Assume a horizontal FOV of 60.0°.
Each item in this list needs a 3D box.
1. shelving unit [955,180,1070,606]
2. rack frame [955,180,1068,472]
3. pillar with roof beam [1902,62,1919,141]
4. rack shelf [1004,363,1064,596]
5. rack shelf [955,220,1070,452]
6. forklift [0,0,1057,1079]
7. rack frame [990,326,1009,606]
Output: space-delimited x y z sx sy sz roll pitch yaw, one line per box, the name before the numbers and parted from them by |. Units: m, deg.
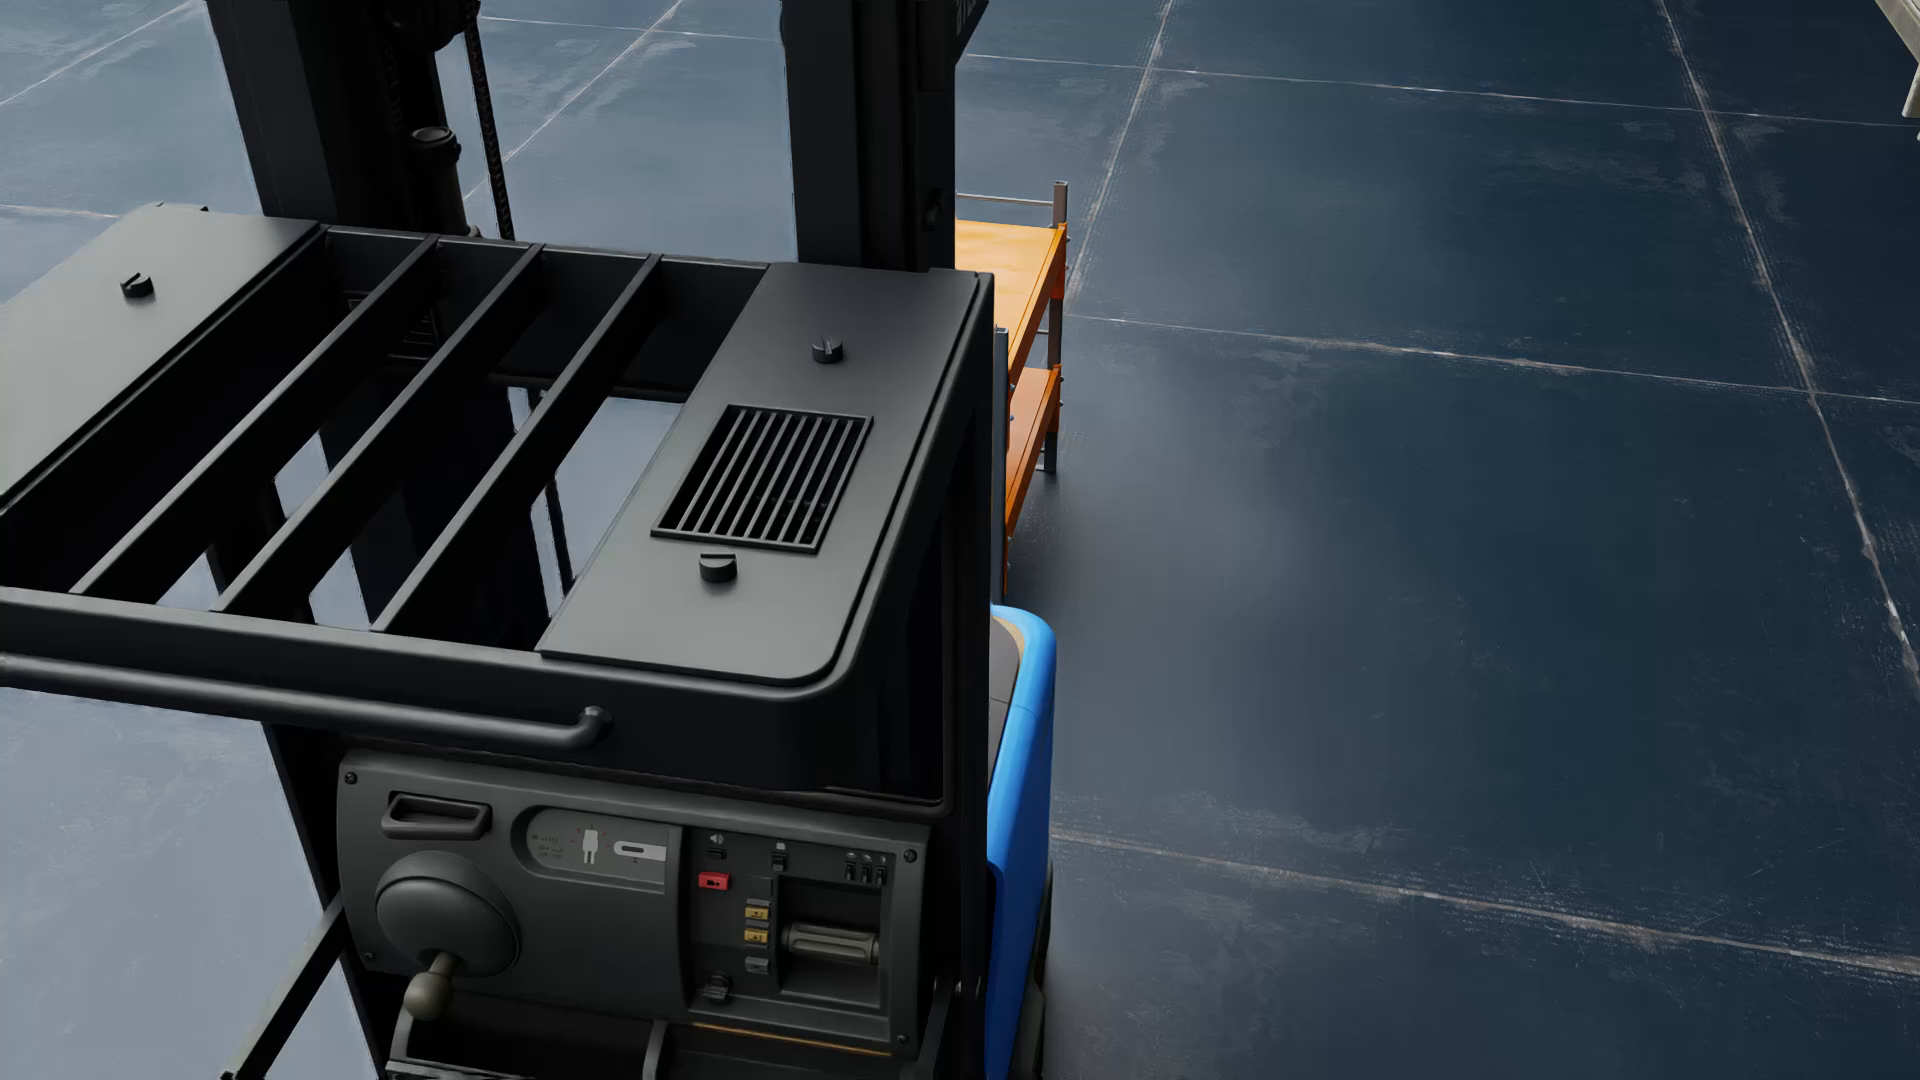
shelving unit | -0.001 -0.452 5.415 0.538 1.125 1.048 7 37 10
rack frame | 0.107 -0.743 5.817 0.500 1.125 0.032 7 37 10
pillar with roof beam | 0.947 -6.339 6.828 9.100 9.000 0.400 7 37 10
rack shelf | -0.001 -0.254 5.558 0.538 0.278 1.000 7 37 10
rack shelf | -0.001 -0.689 5.243 0.538 0.278 1.000 7 37 10
forklift | -0.547 0.637 2.374 1.130 2.935 3.031 6 36 9
rack frame | -0.110 -0.160 5.012 0.500 1.125 0.032 7 37 10
